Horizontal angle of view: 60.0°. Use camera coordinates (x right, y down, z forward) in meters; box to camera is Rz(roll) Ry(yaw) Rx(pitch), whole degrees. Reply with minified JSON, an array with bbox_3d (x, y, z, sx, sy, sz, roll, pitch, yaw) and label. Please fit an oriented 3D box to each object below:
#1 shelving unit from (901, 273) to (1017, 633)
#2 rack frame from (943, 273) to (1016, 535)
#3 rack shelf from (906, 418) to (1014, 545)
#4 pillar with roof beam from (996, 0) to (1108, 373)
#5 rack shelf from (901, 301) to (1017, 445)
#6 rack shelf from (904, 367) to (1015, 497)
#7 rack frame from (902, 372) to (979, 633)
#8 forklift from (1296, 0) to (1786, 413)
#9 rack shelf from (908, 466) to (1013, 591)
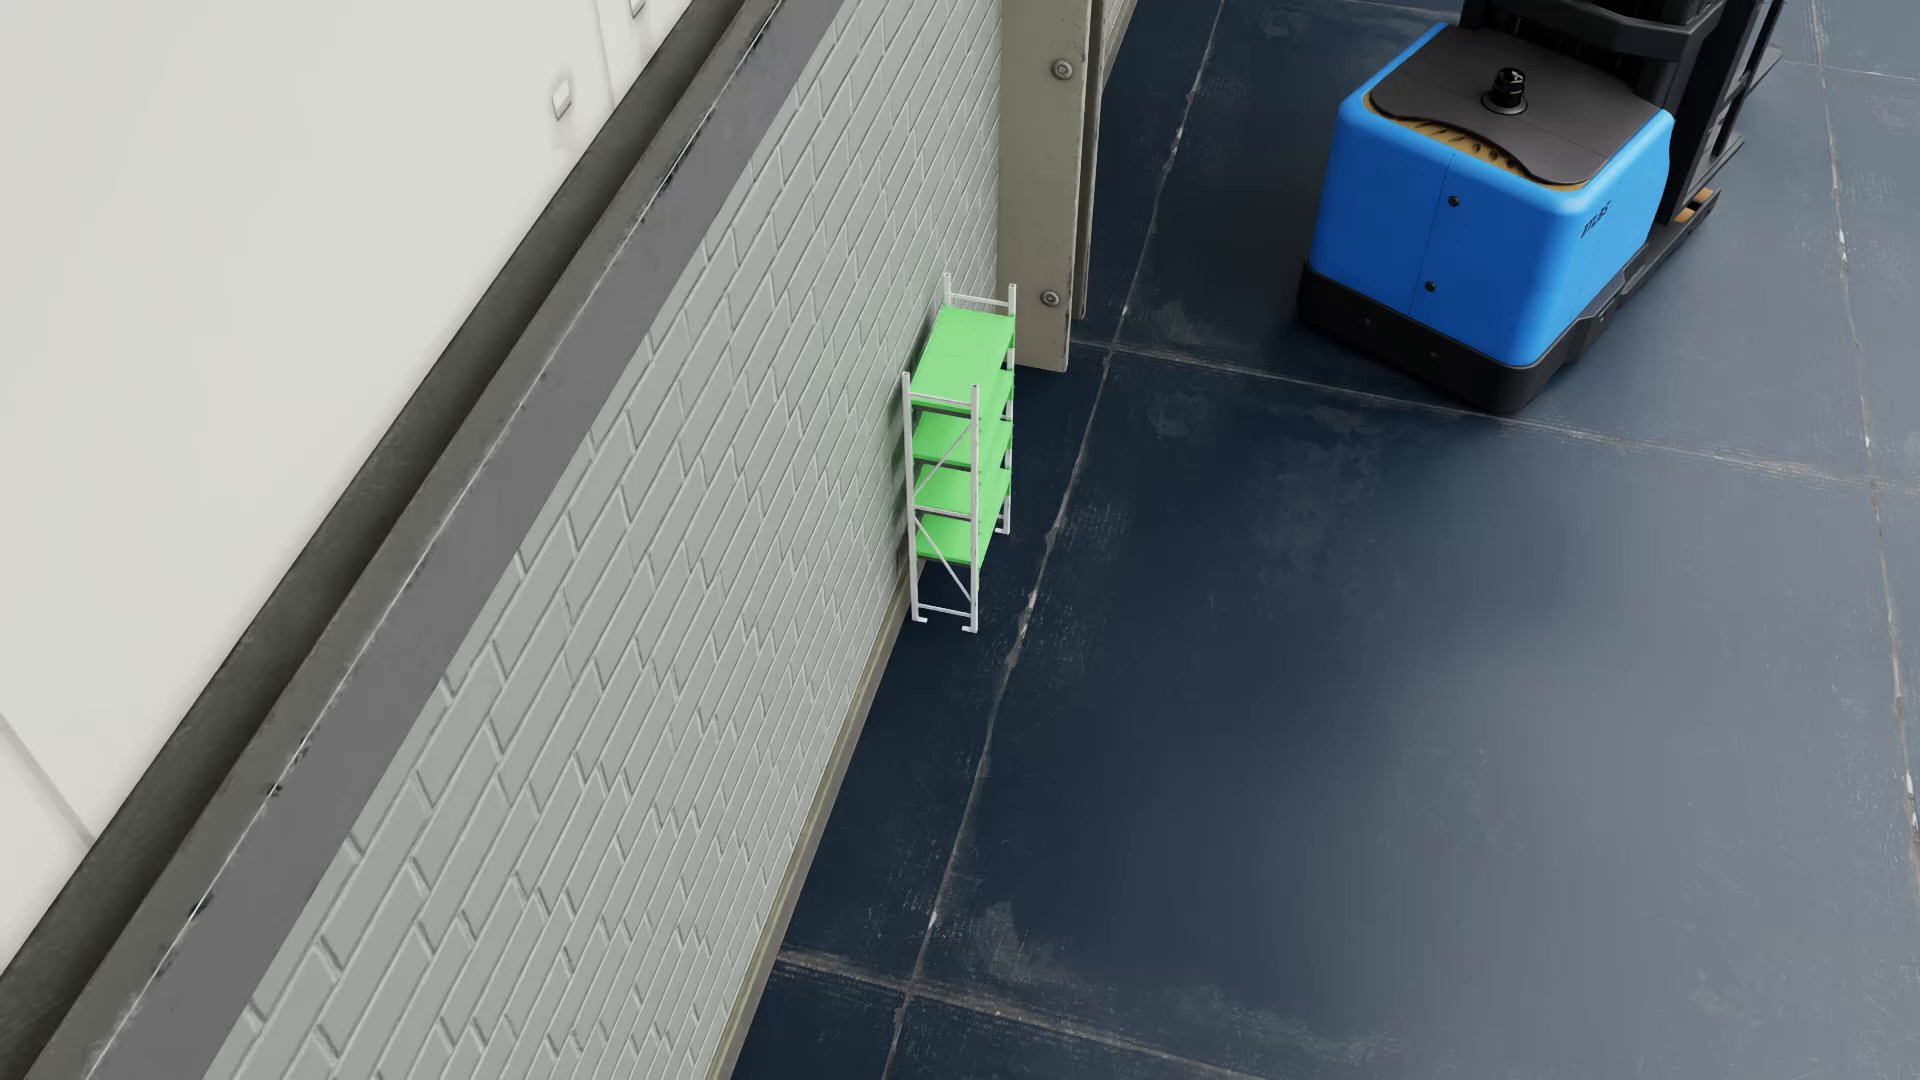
[{"bbox_3d":[0.004,-0.269,5.686,0.258,1.200,0.503,11,49,10],"label":"shelving unit"},{"bbox_3d":[0.066,-0.446,5.842,0.240,1.200,0.015,11,49,10],"label":"rack frame"},{"bbox_3d":[0.004,-0.226,5.734,0.258,0.148,0.480,11,49,10],"label":"rack shelf"},{"bbox_3d":[4.489,-2.992,2.889,9.100,9.000,0.400,12,50,10],"label":"pillar with roof beam"},{"bbox_3d":[0.002,-0.545,5.374,0.258,0.148,0.480,11,49,10],"label":"rack shelf"},{"bbox_3d":[0.003,-0.386,5.554,0.258,0.148,0.480,11,49,10],"label":"rack shelf"},{"bbox_3d":[-0.058,-0.092,5.530,0.240,1.200,0.015,11,49,10],"label":"rack frame"},{"bbox_3d":[2.758,-2.510,6.511,1.130,2.935,3.031,33,56,25],"label":"forklift"},{"bbox_3d":[0.005,-0.067,5.914,0.258,0.148,0.480,11,49,10],"label":"rack shelf"}]
